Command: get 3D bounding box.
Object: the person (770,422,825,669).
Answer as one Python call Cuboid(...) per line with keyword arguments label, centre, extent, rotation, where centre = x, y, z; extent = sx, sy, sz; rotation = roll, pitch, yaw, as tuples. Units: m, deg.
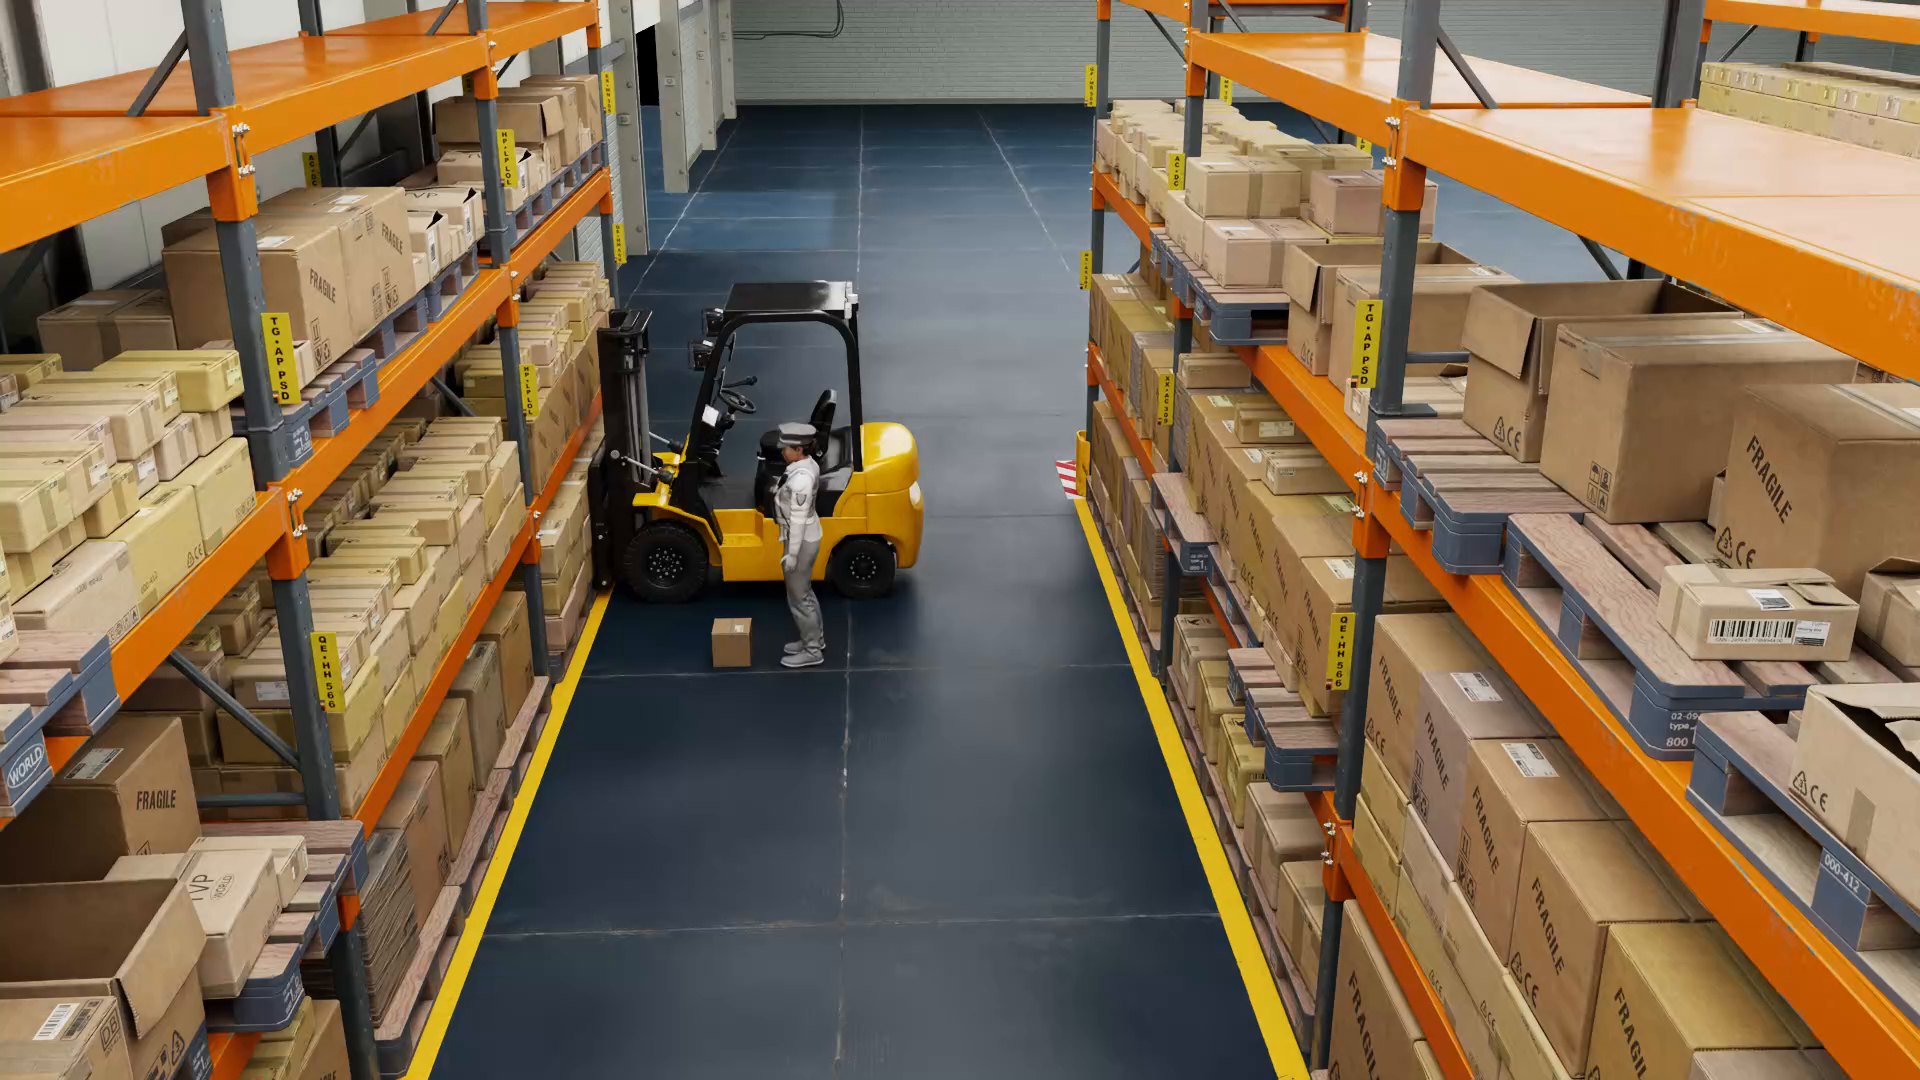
Cuboid(label="person", centre=(-1.069, 0.036, 10.994), extent=(0.328, 1.667, 0.469), rotation=(-1, 21, -2))
